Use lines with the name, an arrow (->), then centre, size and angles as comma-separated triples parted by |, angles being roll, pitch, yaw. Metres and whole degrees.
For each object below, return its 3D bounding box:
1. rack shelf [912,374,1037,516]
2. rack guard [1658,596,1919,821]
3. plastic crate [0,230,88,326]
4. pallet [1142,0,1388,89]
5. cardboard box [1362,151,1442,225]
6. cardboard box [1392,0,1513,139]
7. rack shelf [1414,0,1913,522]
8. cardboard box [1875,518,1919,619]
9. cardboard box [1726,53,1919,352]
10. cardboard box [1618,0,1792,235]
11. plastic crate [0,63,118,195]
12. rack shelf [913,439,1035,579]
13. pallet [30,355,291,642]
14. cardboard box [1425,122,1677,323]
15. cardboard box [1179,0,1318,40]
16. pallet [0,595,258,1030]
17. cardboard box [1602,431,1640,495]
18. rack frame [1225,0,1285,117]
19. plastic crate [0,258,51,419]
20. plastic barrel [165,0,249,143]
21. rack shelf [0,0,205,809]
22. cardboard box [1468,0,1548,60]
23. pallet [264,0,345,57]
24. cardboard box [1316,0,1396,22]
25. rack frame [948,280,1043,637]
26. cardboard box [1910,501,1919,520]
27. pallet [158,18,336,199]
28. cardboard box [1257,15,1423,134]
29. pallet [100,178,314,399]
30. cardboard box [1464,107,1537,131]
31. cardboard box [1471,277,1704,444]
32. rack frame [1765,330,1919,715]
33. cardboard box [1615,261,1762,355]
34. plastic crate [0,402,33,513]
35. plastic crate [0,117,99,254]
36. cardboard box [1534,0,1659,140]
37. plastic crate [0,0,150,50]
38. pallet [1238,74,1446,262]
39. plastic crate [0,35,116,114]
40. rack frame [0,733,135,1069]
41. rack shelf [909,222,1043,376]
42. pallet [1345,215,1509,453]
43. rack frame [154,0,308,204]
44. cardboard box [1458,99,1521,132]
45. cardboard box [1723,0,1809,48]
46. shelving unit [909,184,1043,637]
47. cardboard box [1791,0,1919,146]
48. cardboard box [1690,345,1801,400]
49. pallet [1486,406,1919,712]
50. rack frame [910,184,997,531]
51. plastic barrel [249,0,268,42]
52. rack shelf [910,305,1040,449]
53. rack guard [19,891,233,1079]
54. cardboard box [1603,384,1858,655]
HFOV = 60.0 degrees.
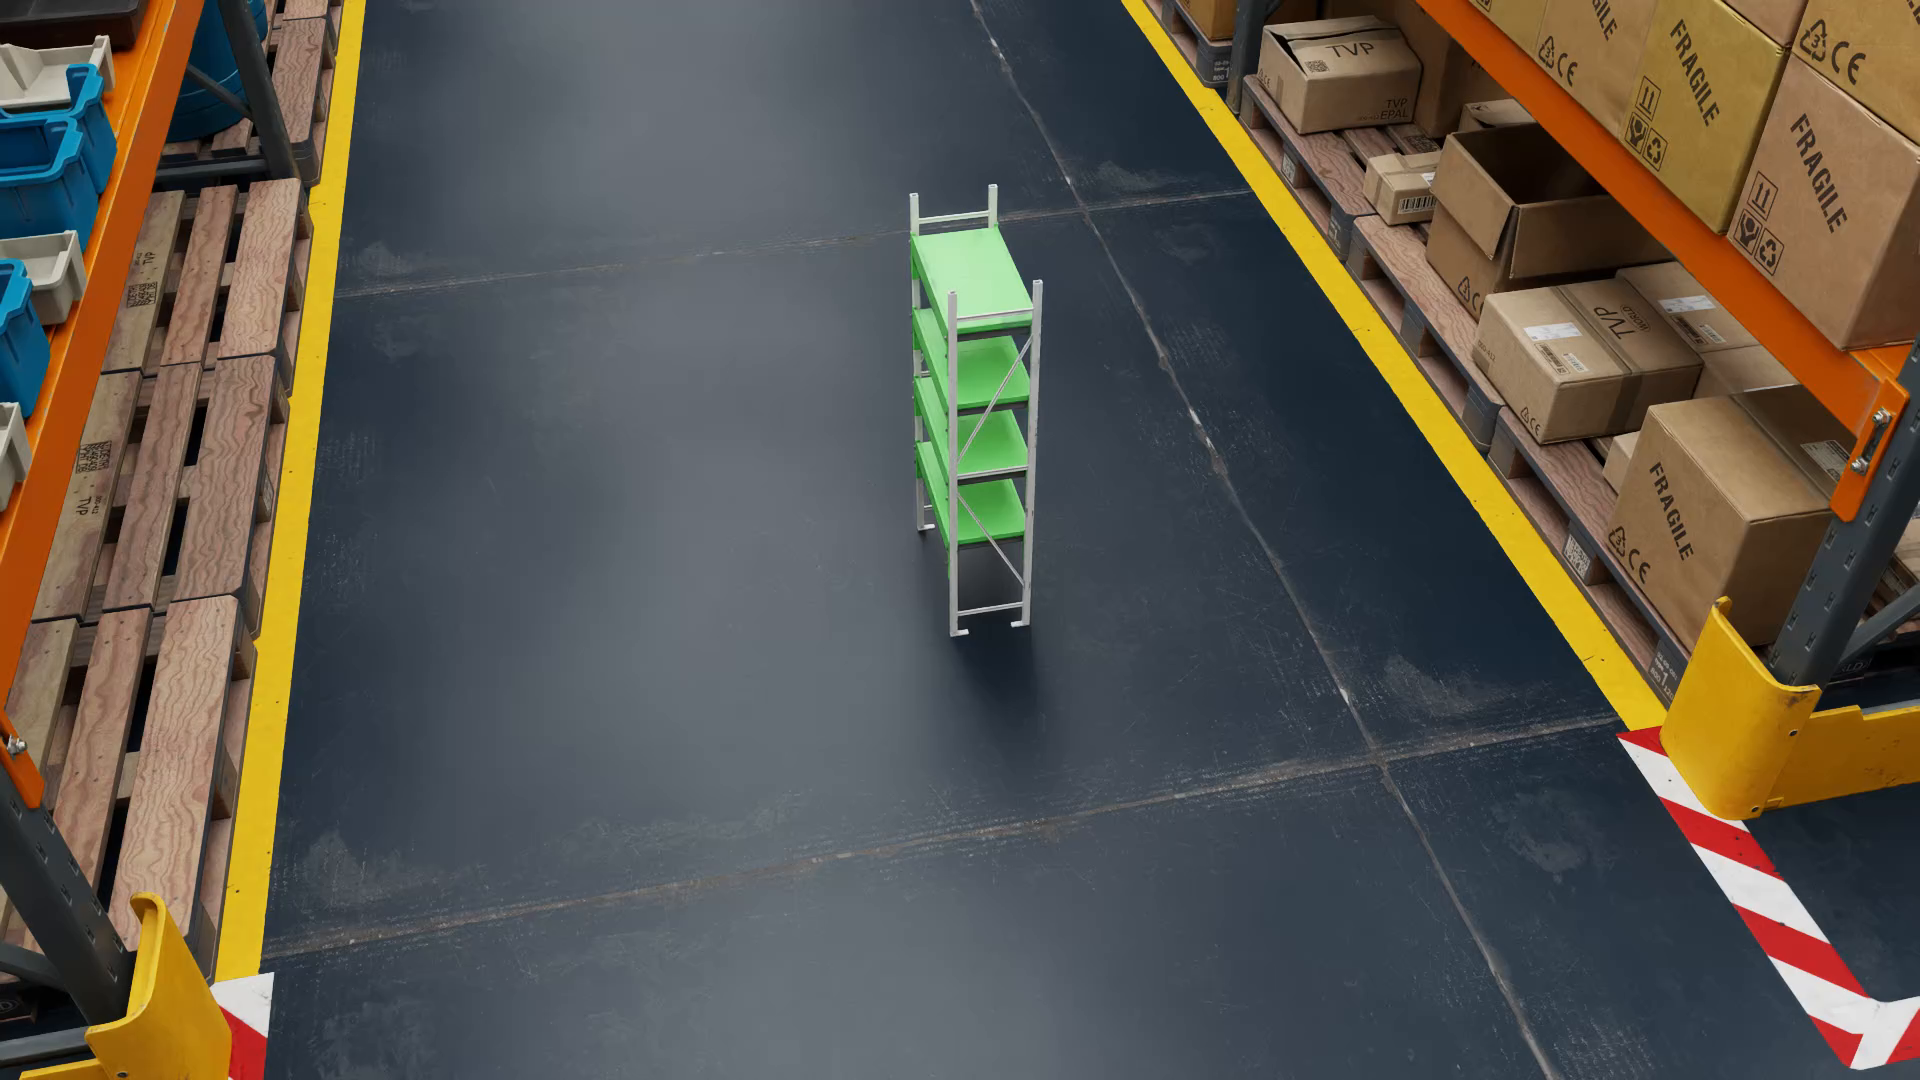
rack shelf -> 0.036, -0.294, 4.773 | 0.258, 0.148, 0.480 | -8, 42, -9
rack guard -> 2.537, 0.371, 4.455 | 1.175, 0.500, 0.348 | -8, 42, -9
plastic crate -> -2.151, -0.597, 3.817 | 0.250, 0.136, 0.298 | -8, 42, -9
pallet -> 1.477, -2.586, 8.004 | 1.003, 0.211, 1.213 | -8, 42, -9
cardboard box -> 1.766, -1.350, 6.314 | 0.380, 0.166, 0.250 | -8, 42, -9
cardboard box -> 2.090, -2.008, 6.804 | 0.500, 0.500, 0.500 | -8, 42, -9
rack shelf -> 2.121, -1.542, 5.269 | 1.077, 0.370, 4.000 | -8, 42, -9
cardboard box -> 2.798, 0.067, 4.731 | 0.380, 0.149, 0.250 | -8, 42, -9
cardboard box -> 2.191, -0.803, 3.820 | 0.500, 0.500, 0.500 | -7, 42, -8
cardboard box -> 2.075, -1.139, 4.198 | 0.500, 0.500, 0.500 | -8, 42, -9
plastic crate -> -2.365, -1.022, 4.223 | 0.416, 0.233, 0.300 | -8, 42, -9
rack shelf -> 0.036, -0.114, 4.933 | 0.258, 0.148, 0.480 | -8, 42, -9
pallet -> -2.684, -0.093, 5.196 | 1.003, 0.211, 1.213 | -8, 42, -9
cardboard box -> 2.100, -1.121, 5.802 | 0.797, 0.503, 0.637 | -8, 42, -9
cardboard box -> 1.303, -2.616, 7.489 | 0.500, 0.500, 0.500 | -9, 42, -10
pallet -> -2.424, 0.696, 4.307 | 1.003, 0.211, 1.213 | -8, 42, -9
cardboard box -> 2.196, -0.212, 5.032 | 0.380, 0.166, 0.250 | -8, 42, -9
rack frame -> 1.690, -3.107, 6.491 | 1.000, 3.000, 0.127 | -8, 42, -9
plastic crate -> -2.158, -0.401, 3.523 | 0.416, 0.233, 0.300 | -8, 42, -9
plastic barrel -> -3.248, -2.127, 6.651 | 0.600, 0.901, 0.708 | -8, 42, -9
rack shelf -> -2.716, -0.834, 4.472 | 1.077, 0.370, 4.000 | -8, 42, -9
cardboard box -> 1.864, -1.790, 4.931 | 0.500, 0.500, 0.500 | -9, 42, -10
pallet -> -3.540, -2.655, 8.082 | 1.003, 0.211, 1.213 | -8, 42, -9
cardboard box -> 1.823, -2.685, 7.567 | 0.500, 0.500, 0.500 | -10, 43, -11
rack frame -> 0.088, -0.183, 4.553 | 0.240, 1.200, 0.015 | -8, 42, -9
cardboard box -> 2.744, -0.102, 4.908 | 0.380, 0.166, 0.250 | -8, 42, -9
pallet -> -3.273, -1.863, 7.190 | 1.003, 0.211, 1.213 | -8, 42, -9
cardboard box -> 1.569, -1.963, 6.896 | 0.500, 0.311, 0.500 | -8, 42, -9
pallet -> -2.951, -0.886, 6.089 | 1.003, 0.211, 1.213 | -8, 42, -9
cardboard box -> 2.252, -1.451, 6.319 | 0.500, 0.311, 0.500 | -8, 42, -9
cardboard box -> 2.020, -0.588, 5.392 | 0.500, 0.250, 0.500 | -8, 42, -9
rack frame -> 2.553, -0.514, 3.570 | 1.000, 3.000, 0.127 | -8, 42, -9
cardboard box -> 2.497, -0.692, 5.510 | 0.500, 0.250, 0.500 | -8, 42, -9
plastic crate -> -2.004, -0.158, 3.322 | 0.250, 0.136, 0.298 | -8, 42, -9
plastic crate -> -2.300, -0.827, 4.004 | 0.416, 0.233, 0.300 | -8, 42, -9
cardboard box -> 1.973, -1.463, 4.563 | 0.500, 0.500, 0.500 | -8, 42, -9
plastic crate -> -2.644, -1.632, 4.991 | 0.437, 0.125, 0.590 | -8, 42, -9
pallet -> 1.837, -1.619, 6.915 | 1.003, 0.211, 1.213 | -8, 42, -9
plastic crate -> -2.478, -1.238, 4.538 | 0.293, 0.136, 0.466 | -8, 42, -9
rack frame -> -2.284, 0.193, 2.773 | 1.000, 3.000, 0.127 | -8, 42, -9
rack shelf -> 0.036, -0.653, 4.455 | 0.258, 0.148, 0.480 | -8, 42, -9
pallet -> 2.104, -0.826, 6.022 | 1.003, 0.211, 1.213 | -8, 42, -9
rack frame -> -3.148, -2.400, 5.694 | 1.000, 3.000, 0.127 | -8, 42, -9
cardboard box -> 2.229, -1.642, 6.657 | 0.380, 0.149, 0.250 | -8, 42, -9
cardboard box -> 2.079, -1.502, 3.854 | 0.500, 0.500, 0.500 | -7, 42, -8
shelving unit -> 0.036, -0.341, 4.731 | 0.258, 1.200, 0.503 | -8, 42, -9
cardboard box -> 2.189, -1.175, 3.485 | 0.500, 0.500, 0.500 | -9, 42, -10
cardboard box -> 2.605, -0.368, 5.145 | 0.500, 0.250, 0.500 | -8, 42, -9
pallet -> 2.364, -0.037, 5.133 | 1.003, 0.211, 1.213 | -8, 42, -9
rack frame -> -0.017, -0.500, 4.909 | 0.240, 1.200, 0.015 | -8, 42, -9
plastic barrel -> -3.401, -2.586, 7.168 | 0.600, 0.901, 0.708 | -8, 42, -9
rack shelf -> 0.036, -0.473, 4.614 | 0.258, 0.148, 0.480 | -8, 42, -9
rack guard -> -2.266, 1.142, 3.587 | 1.175, 0.500, 0.348 | -8, 42, -9
cardboard box -> 2.195, -0.061, 4.611 | 0.500, 0.500, 0.500 | -8, 42, -9
